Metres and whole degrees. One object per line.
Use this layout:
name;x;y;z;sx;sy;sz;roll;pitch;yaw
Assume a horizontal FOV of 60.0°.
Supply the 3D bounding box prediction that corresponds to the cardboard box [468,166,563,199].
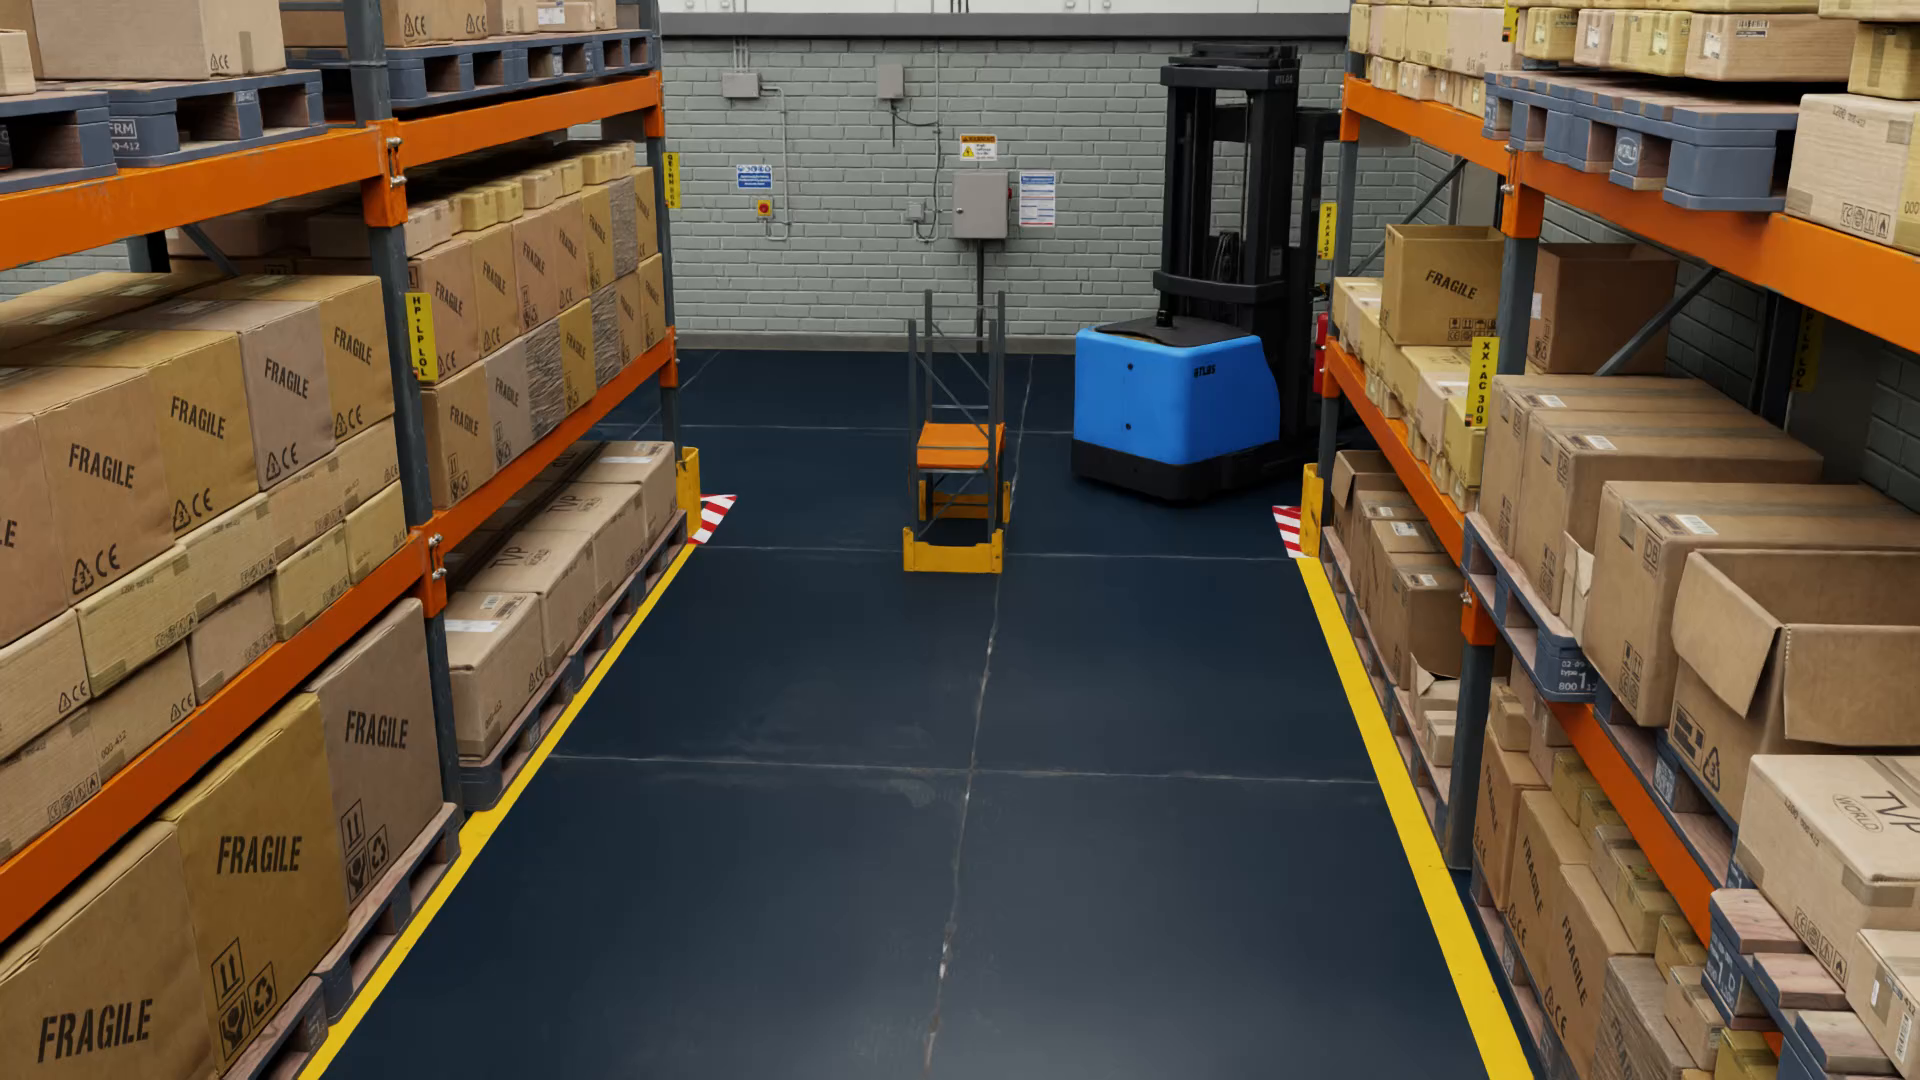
cardboard box;-2.157;-1.730;8.077;0.380;0.149;0.250;2;18;6

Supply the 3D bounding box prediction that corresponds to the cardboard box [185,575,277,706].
cardboard box;-2.417;0.279;4.994;0.500;0.250;0.500;1;18;2

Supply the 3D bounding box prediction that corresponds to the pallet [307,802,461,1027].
pallet;-2.524;1.315;6.070;1.003;0.211;1.213;1;18;4

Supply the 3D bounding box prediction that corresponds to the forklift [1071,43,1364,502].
forklift;2.214;-2.008;11.845;3.031;2.935;1.130;-16;24;-39

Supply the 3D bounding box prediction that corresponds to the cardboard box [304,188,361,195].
cardboard box;-2.684;-1.421;7.133;0.380;0.149;0.250;1;18;3

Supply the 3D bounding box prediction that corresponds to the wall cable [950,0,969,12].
wall cable;1.395;-6.044;14.355;2.988;3.039;0.133;1;18;4

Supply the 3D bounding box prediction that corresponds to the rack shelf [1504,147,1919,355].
rack shelf;2.264;-0.604;3.787;1.077;0.370;4.000;1;18;4

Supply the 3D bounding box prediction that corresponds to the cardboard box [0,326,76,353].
cardboard box;-2.909;-0.329;4.845;0.500;0.500;0.500;1;18;3

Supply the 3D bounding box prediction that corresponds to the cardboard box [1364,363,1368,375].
cardboard box;2.361;-0.929;8.845;0.380;0.149;0.250;2;18;6

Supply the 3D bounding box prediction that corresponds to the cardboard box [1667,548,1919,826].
cardboard box;2.053;0.341;3.725;0.797;0.503;0.637;1;18;3

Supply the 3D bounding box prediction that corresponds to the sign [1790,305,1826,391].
sign;2.961;-0.681;5.823;0.100;0.325;0.005;1;18;4

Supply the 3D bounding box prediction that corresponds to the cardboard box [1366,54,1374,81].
cardboard box;2.439;-2.596;9.115;0.380;0.149;0.250;2;18;5

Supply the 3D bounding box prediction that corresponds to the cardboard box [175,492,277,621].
cardboard box;-2.393;0.041;4.918;0.500;0.250;0.500;2;18;5

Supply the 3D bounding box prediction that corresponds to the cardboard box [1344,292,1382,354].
cardboard box;2.357;-1.163;8.917;0.500;0.250;0.500;1;18;5

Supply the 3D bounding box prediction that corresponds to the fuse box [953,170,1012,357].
fuse box;0.209;-2.541;15.429;0.539;1.711;0.414;1;18;4

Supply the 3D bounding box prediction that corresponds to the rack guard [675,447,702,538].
rack guard;-2.255;-0.313;10.576;1.175;0.500;0.348;1;18;4

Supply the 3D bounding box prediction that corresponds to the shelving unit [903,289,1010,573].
shelving unit;-0.005;-0.689;10.117;0.587;1.500;1.083;1;18;4

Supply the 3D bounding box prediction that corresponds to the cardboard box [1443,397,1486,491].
cardboard box;2.201;-0.375;6.514;0.500;0.250;0.500;2;18;5

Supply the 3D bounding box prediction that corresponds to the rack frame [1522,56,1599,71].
rack frame;2.407;-2.993;5.104;1.000;3.000;0.127;1;18;4

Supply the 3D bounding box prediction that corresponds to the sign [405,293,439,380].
sign;-2.002;-0.755;6.177;0.100;0.325;0.005;1;18;4

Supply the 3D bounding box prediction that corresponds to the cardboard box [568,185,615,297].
cardboard box;-2.101;-1.545;8.554;0.500;0.500;0.500;1;18;4

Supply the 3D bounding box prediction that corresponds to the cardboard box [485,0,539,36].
cardboard box;-2.414;-2.660;8.215;0.500;0.311;0.500;2;18;5

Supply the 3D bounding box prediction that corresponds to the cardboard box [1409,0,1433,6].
cardboard box;2.308;-2.512;7.416;0.500;0.250;0.500;2;18;5

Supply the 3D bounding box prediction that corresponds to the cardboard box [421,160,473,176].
cardboard box;-2.666;-1.818;8.345;0.380;0.149;0.250;1;18;4

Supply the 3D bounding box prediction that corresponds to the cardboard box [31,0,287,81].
cardboard box;-2.398;-1.556;5.004;0.500;0.311;0.500;1;18;4

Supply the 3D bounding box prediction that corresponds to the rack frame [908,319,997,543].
rack frame;-0.043;-0.528;9.627;0.500;1.500;0.032;1;18;4

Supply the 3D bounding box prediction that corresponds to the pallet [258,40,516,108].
pallet;-2.475;-1.888;6.694;1.003;0.211;1.213;1;18;4

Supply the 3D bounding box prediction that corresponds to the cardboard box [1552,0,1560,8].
cardboard box;2.000;-1.669;4.972;0.380;0.149;0.250;2;18;5

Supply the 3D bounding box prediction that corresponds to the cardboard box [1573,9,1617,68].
cardboard box;1.912;-1.374;4.549;0.380;0.149;0.250;2;18;5

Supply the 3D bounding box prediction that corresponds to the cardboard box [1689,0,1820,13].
cardboard box;1.897;-1.274;3.766;0.380;0.149;0.250;1;18;4

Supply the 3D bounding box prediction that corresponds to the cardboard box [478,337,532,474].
cardboard box;-2.209;-0.595;7.261;0.500;0.500;0.500;1;18;4

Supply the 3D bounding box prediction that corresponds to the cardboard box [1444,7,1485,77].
cardboard box;2.219;-1.954;6.516;0.500;0.250;0.500;1;18;2

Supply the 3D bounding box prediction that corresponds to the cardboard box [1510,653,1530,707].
cardboard box;2.177;0.504;5.889;0.380;0.149;0.250;1;18;3

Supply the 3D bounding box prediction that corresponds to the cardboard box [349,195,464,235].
cardboard box;-2.284;-1.335;6.871;0.380;0.149;0.250;1;18;3

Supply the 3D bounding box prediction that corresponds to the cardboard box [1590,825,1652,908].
cardboard box;2.105;0.974;4.932;0.380;0.149;0.250;1;18;4

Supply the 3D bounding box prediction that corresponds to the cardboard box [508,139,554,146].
cardboard box;-2.559;-2.220;9.574;0.380;0.149;0.250;2;18;5

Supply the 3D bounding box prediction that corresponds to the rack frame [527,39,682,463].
rack frame;-2.257;-1.494;10.164;1.000;3.000;0.127;1;18;4

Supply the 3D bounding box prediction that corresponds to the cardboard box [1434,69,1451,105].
cardboard box;2.269;-1.962;7.180;0.380;0.149;0.250;1;18;4

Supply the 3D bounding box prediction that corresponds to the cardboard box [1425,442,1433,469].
cardboard box;2.216;-0.370;7.140;0.380;0.149;0.250;2;18;5

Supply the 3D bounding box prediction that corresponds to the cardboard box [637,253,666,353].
cardboard box;-2.028;-1.385;9.673;0.500;0.500;0.500;1;18;4

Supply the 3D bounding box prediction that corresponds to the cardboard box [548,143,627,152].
cardboard box;-2.077;-2.129;9.296;0.380;0.149;0.250;2;18;5

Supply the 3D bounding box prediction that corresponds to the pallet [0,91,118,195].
pallet;-2.760;-0.893;3.818;1.003;0.211;1.213;2;18;6

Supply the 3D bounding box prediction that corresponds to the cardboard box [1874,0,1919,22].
cardboard box;1.927;-1.022;3.031;0.380;0.149;0.250;1;18;3

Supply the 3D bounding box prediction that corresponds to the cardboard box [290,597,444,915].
cardboard box;-2.509;0.753;6.045;0.875;0.875;0.875;2;18;6

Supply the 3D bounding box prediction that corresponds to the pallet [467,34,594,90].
pallet;-2.385;-2.266;7.847;1.003;0.211;1.213;1;18;4

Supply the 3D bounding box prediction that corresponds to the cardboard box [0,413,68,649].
cardboard box;-2.473;0.006;3.821;0.500;0.500;0.500;2;18;5

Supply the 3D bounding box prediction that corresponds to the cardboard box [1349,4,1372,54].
cardboard box;2.390;-2.748;8.937;0.500;0.250;0.500;1;18;3

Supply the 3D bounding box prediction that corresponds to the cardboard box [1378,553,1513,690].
cardboard box;2.381;0.379;7.788;0.700;0.500;0.500;1;18;2

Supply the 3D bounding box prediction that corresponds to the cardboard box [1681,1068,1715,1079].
cardboard box;2.018;1.635;3.956;0.500;0.500;0.500;2;18;6
